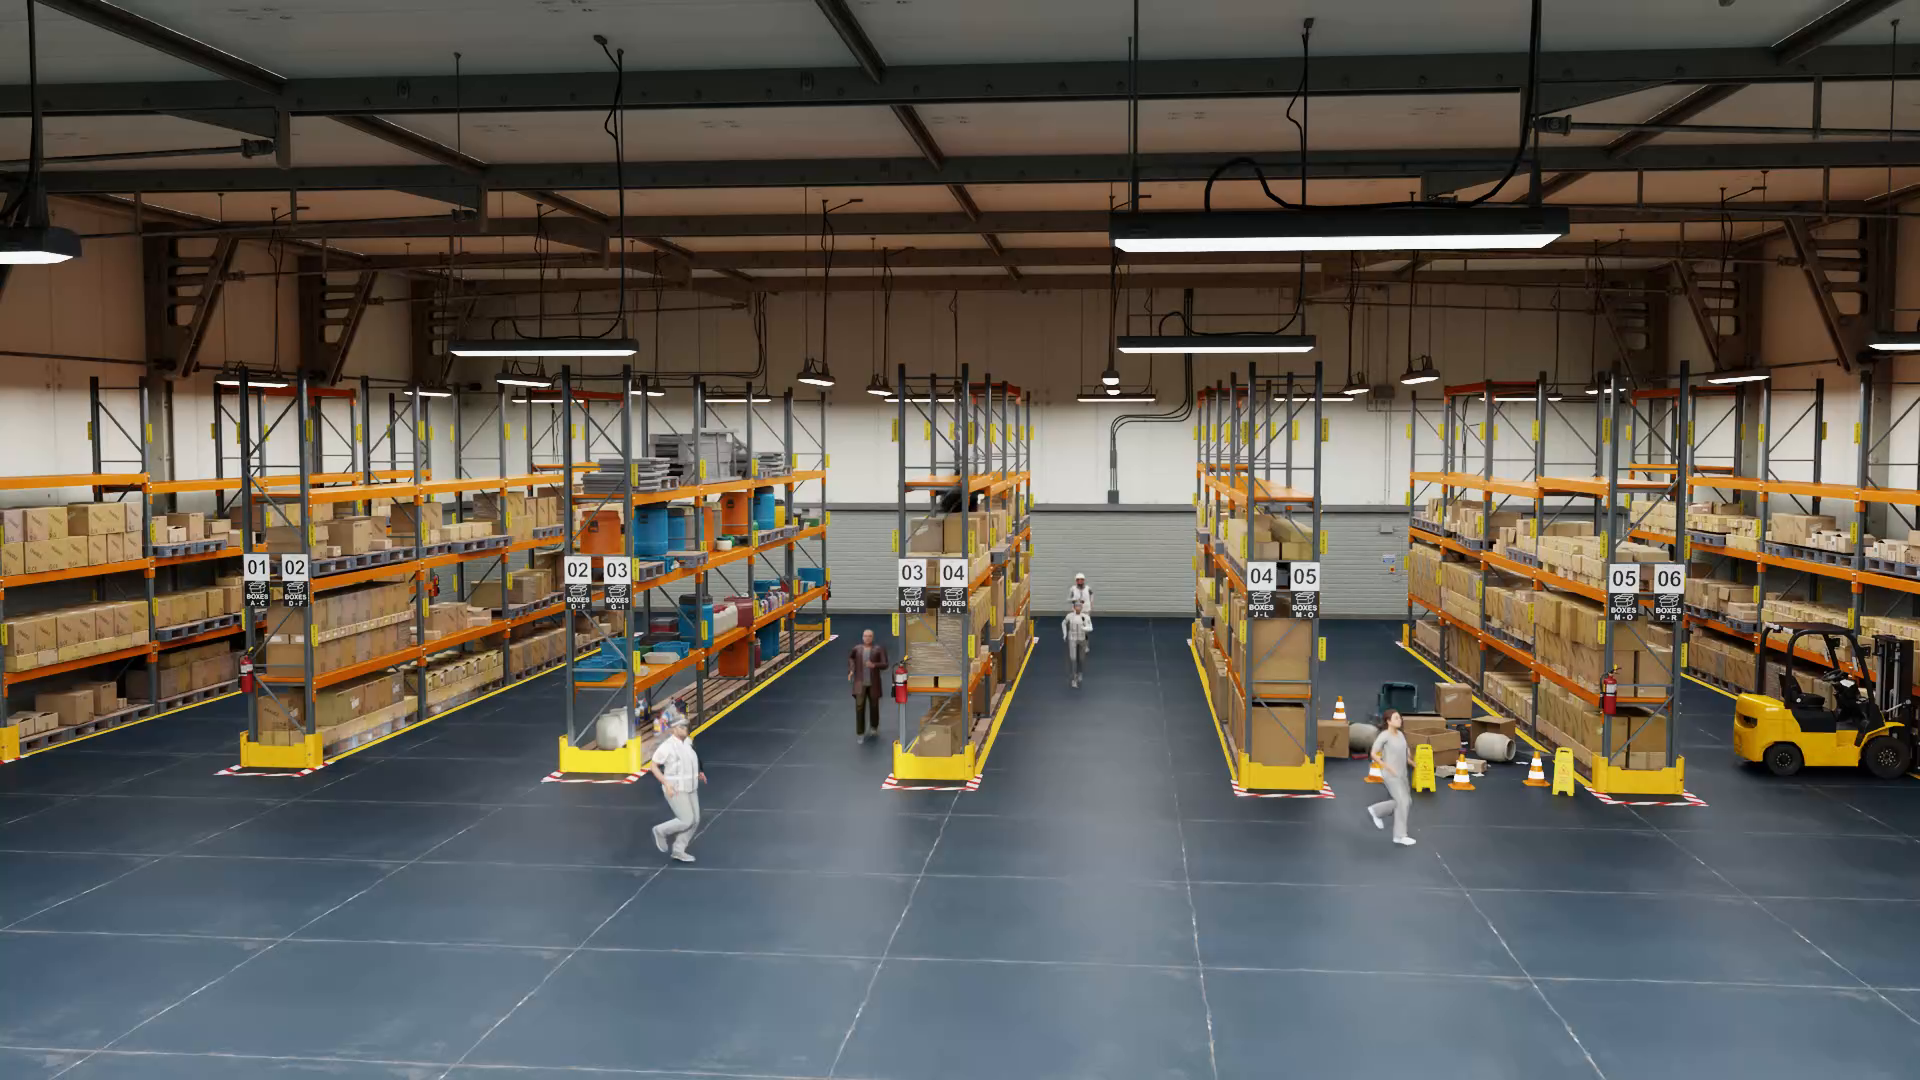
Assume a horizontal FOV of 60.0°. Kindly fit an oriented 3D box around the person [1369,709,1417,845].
[{"bbox_3d":[5.296,2.879,20.358,0.569,1.625,0.679,-3,5,-38],"label":"person"}]

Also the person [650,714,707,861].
[{"bbox_3d":[-3.268,2.891,19.453,0.599,1.742,0.672,2,4,28],"label":"person"}]

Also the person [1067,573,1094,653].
[{"bbox_3d":[2.781,1.660,38.366,0.629,1.808,0.903,0,4,3],"label":"person"}]

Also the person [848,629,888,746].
[{"bbox_3d":[-1.496,2.366,27.055,0.677,1.835,0.909,0,4,1],"label":"person"}]

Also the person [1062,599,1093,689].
[{"bbox_3d":[2.330,2.031,32.985,0.587,1.741,0.808,0,4,-1],"label":"person"}]
